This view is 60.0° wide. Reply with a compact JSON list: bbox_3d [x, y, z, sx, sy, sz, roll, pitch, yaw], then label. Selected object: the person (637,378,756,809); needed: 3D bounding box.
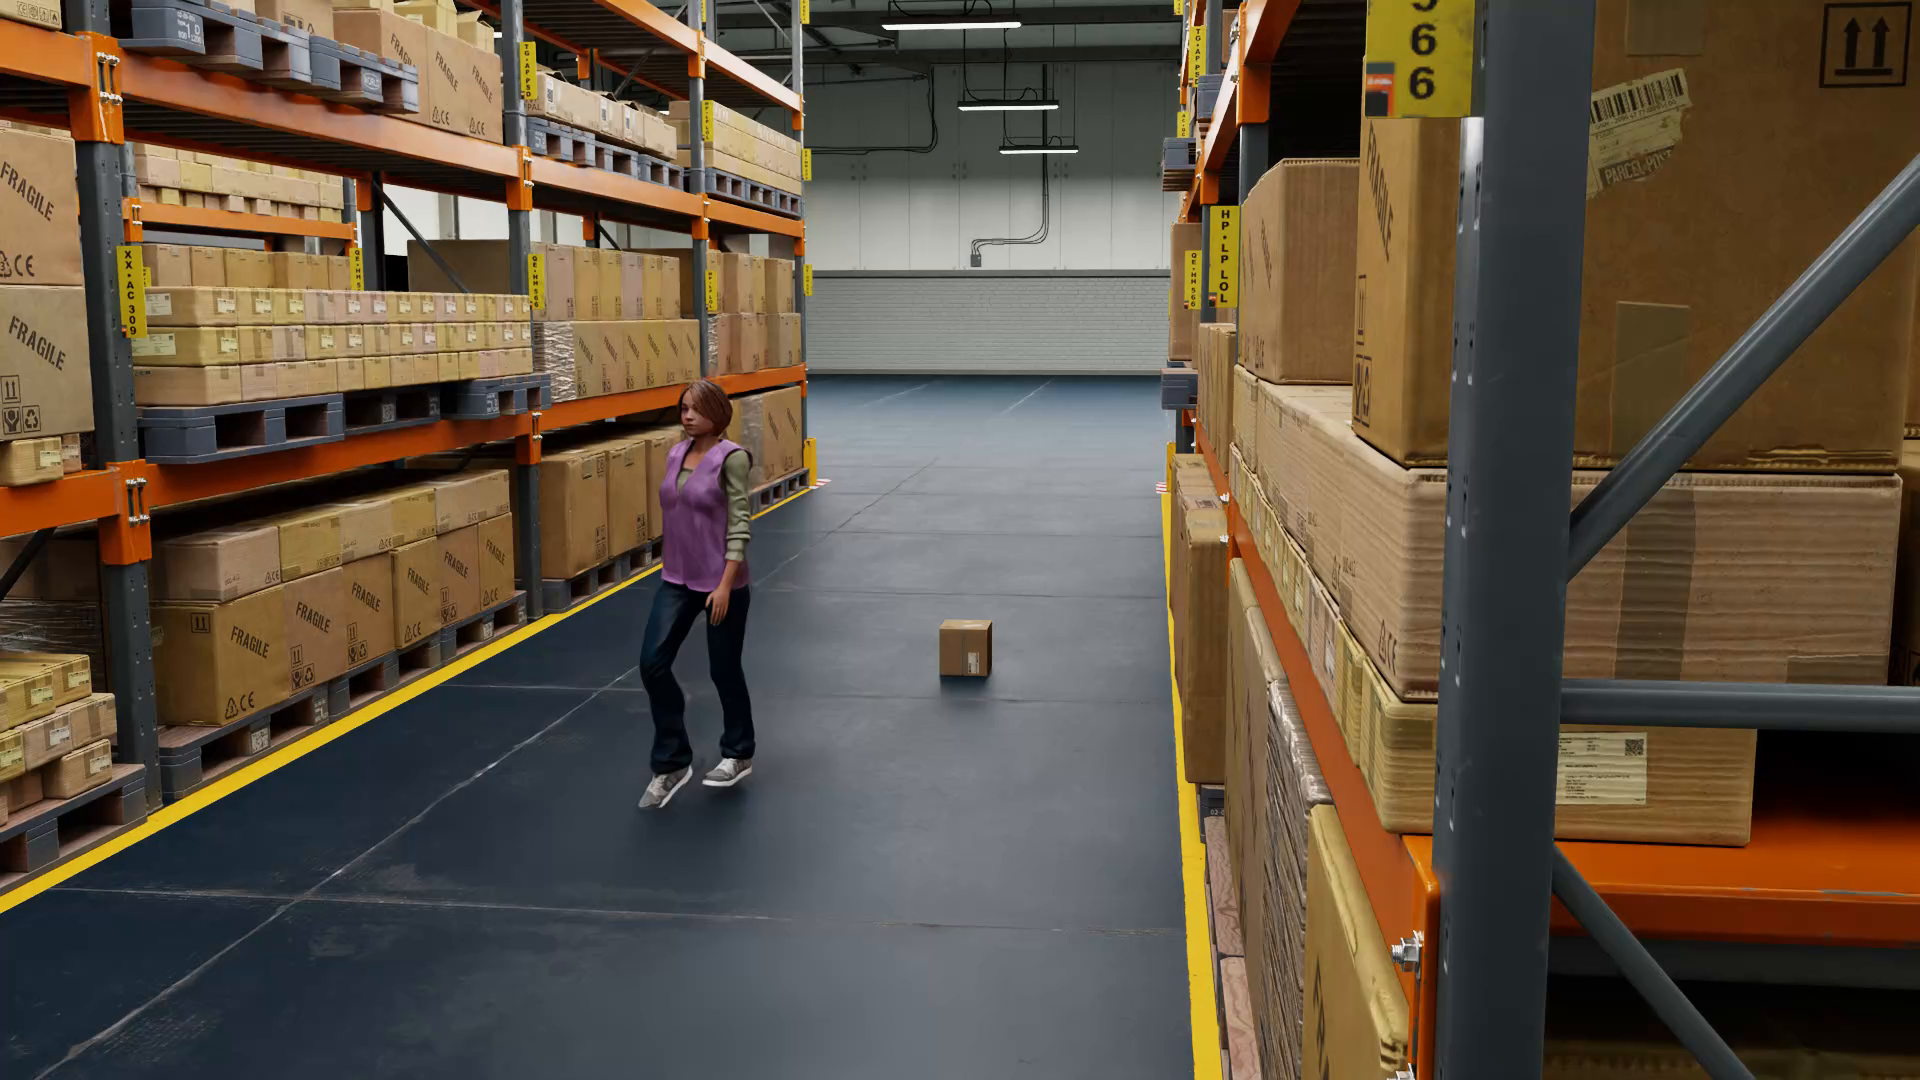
[{"bbox_3d":[-0.975,0.211,6.344,0.454,1.648,0.519,4,9,29],"label":"person"}]
